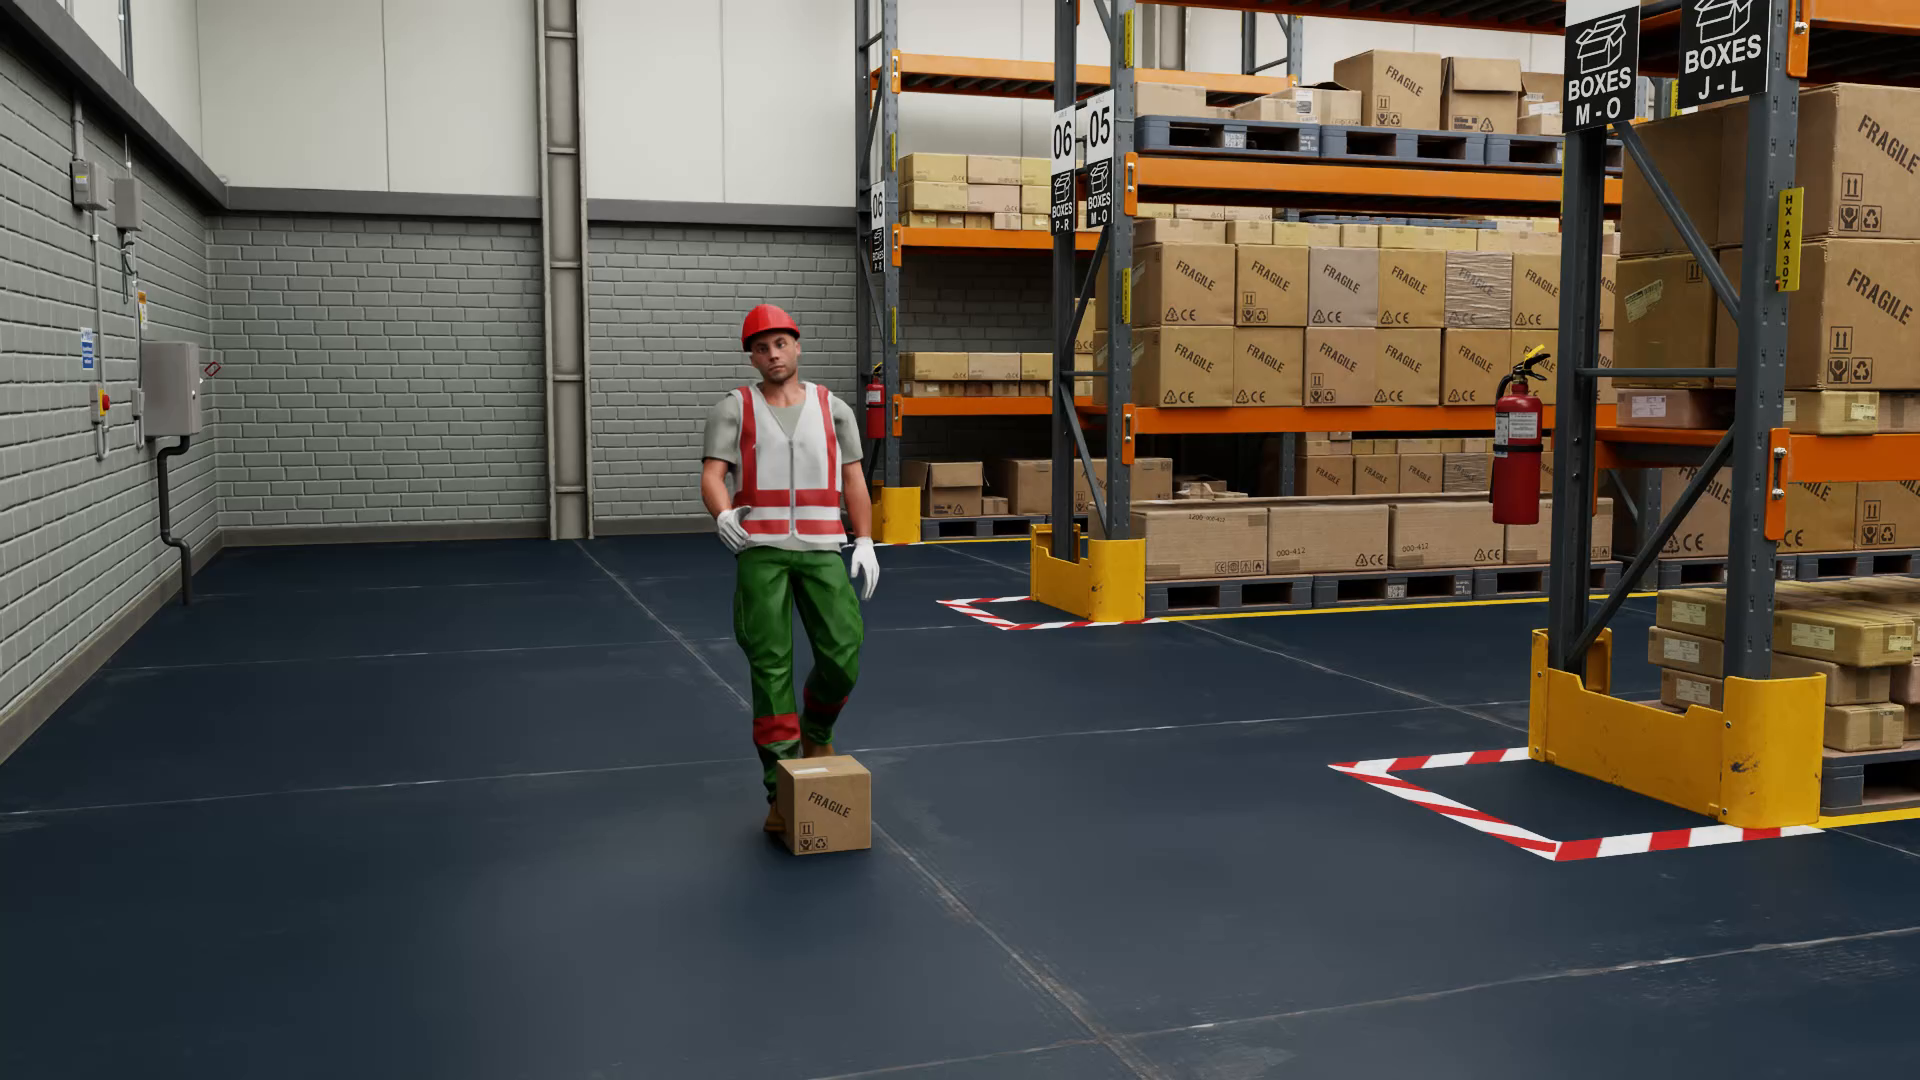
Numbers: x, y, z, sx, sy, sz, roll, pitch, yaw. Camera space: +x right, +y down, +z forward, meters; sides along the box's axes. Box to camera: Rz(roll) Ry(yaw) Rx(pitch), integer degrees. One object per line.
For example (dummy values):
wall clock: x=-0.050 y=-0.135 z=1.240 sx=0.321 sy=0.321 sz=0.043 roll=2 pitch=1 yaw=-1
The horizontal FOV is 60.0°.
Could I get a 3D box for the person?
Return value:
person: x=-0.562 y=0.060 z=5.656 sx=0.619 sy=1.733 sz=0.848 roll=-1 pitch=6 yaw=-13
